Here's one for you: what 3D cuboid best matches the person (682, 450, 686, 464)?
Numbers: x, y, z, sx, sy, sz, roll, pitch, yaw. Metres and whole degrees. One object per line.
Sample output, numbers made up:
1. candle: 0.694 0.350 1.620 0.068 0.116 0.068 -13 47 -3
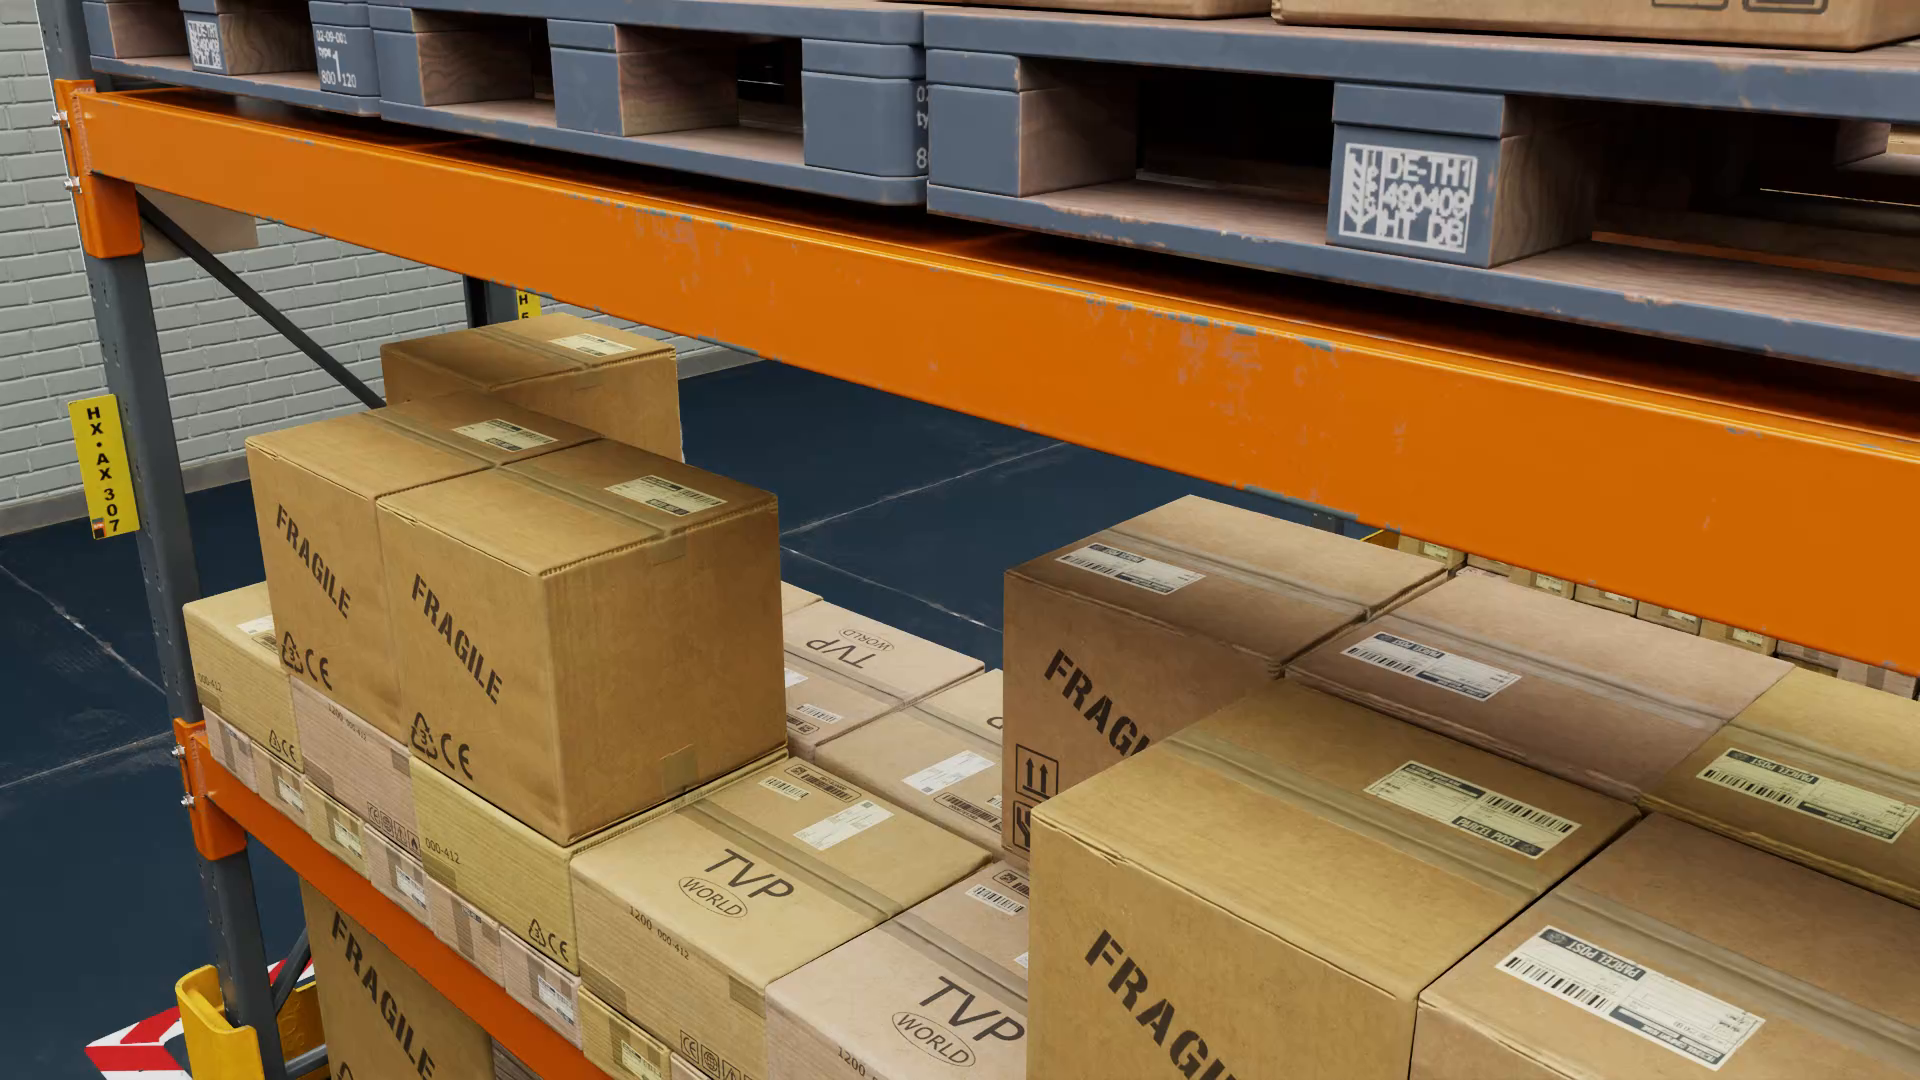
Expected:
1. person: -1.256 0.056 6.434 0.525 1.658 0.395 17 27 38
